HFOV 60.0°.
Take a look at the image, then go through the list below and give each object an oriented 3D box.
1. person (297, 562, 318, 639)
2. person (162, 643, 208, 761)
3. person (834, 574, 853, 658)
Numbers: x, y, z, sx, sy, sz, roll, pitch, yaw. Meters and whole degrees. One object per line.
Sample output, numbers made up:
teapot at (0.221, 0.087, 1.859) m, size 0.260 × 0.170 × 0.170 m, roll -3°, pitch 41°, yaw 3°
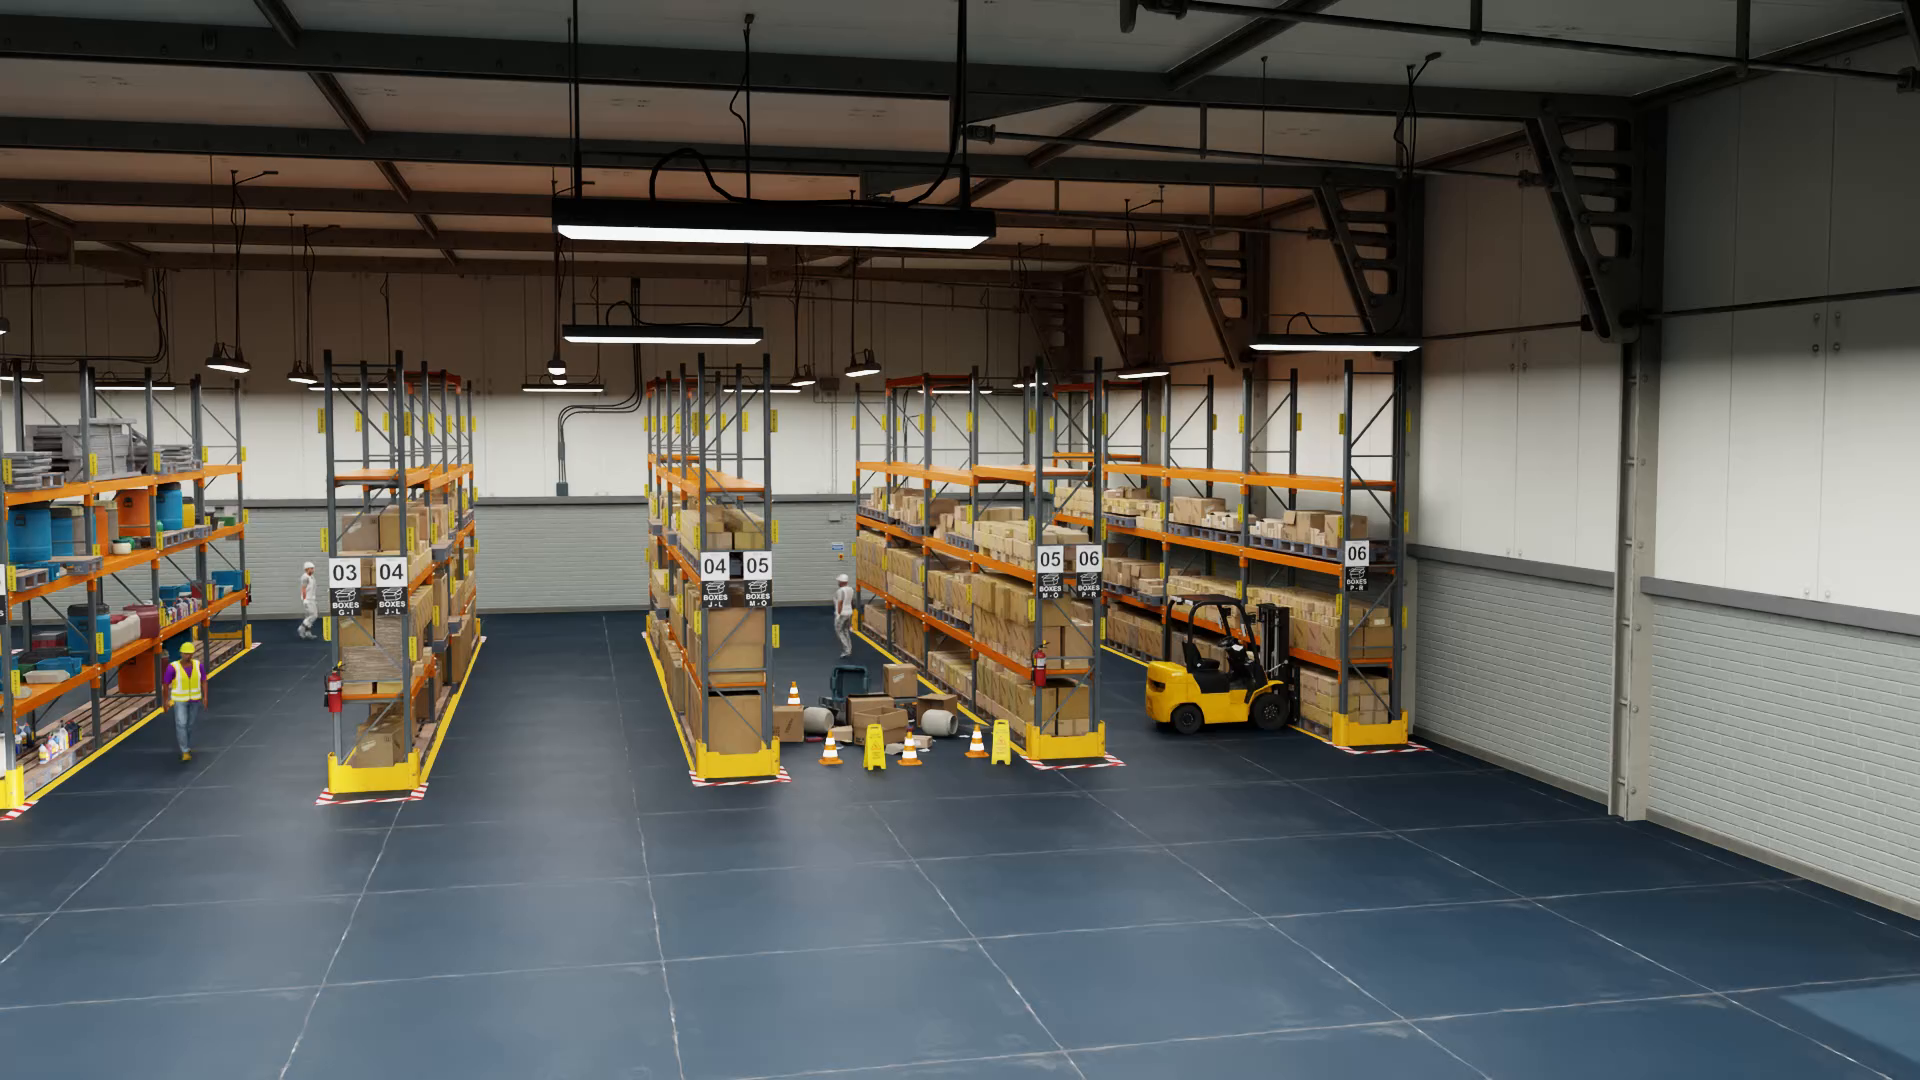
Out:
person at (-15.137, 1.405, 38.612) m, size 0.433 × 1.788 × 0.583 m, roll -1°, pitch 4°, yaw -15°
person at (-11.543, 2.386, 24.850) m, size 0.998 × 1.709 × 0.597 m, roll 4°, pitch 5°, yaw 42°
person at (-2.483, 1.645, 35.771) m, size 0.426 × 1.835 × 0.612 m, roll 2°, pitch 5°, yaw 29°
